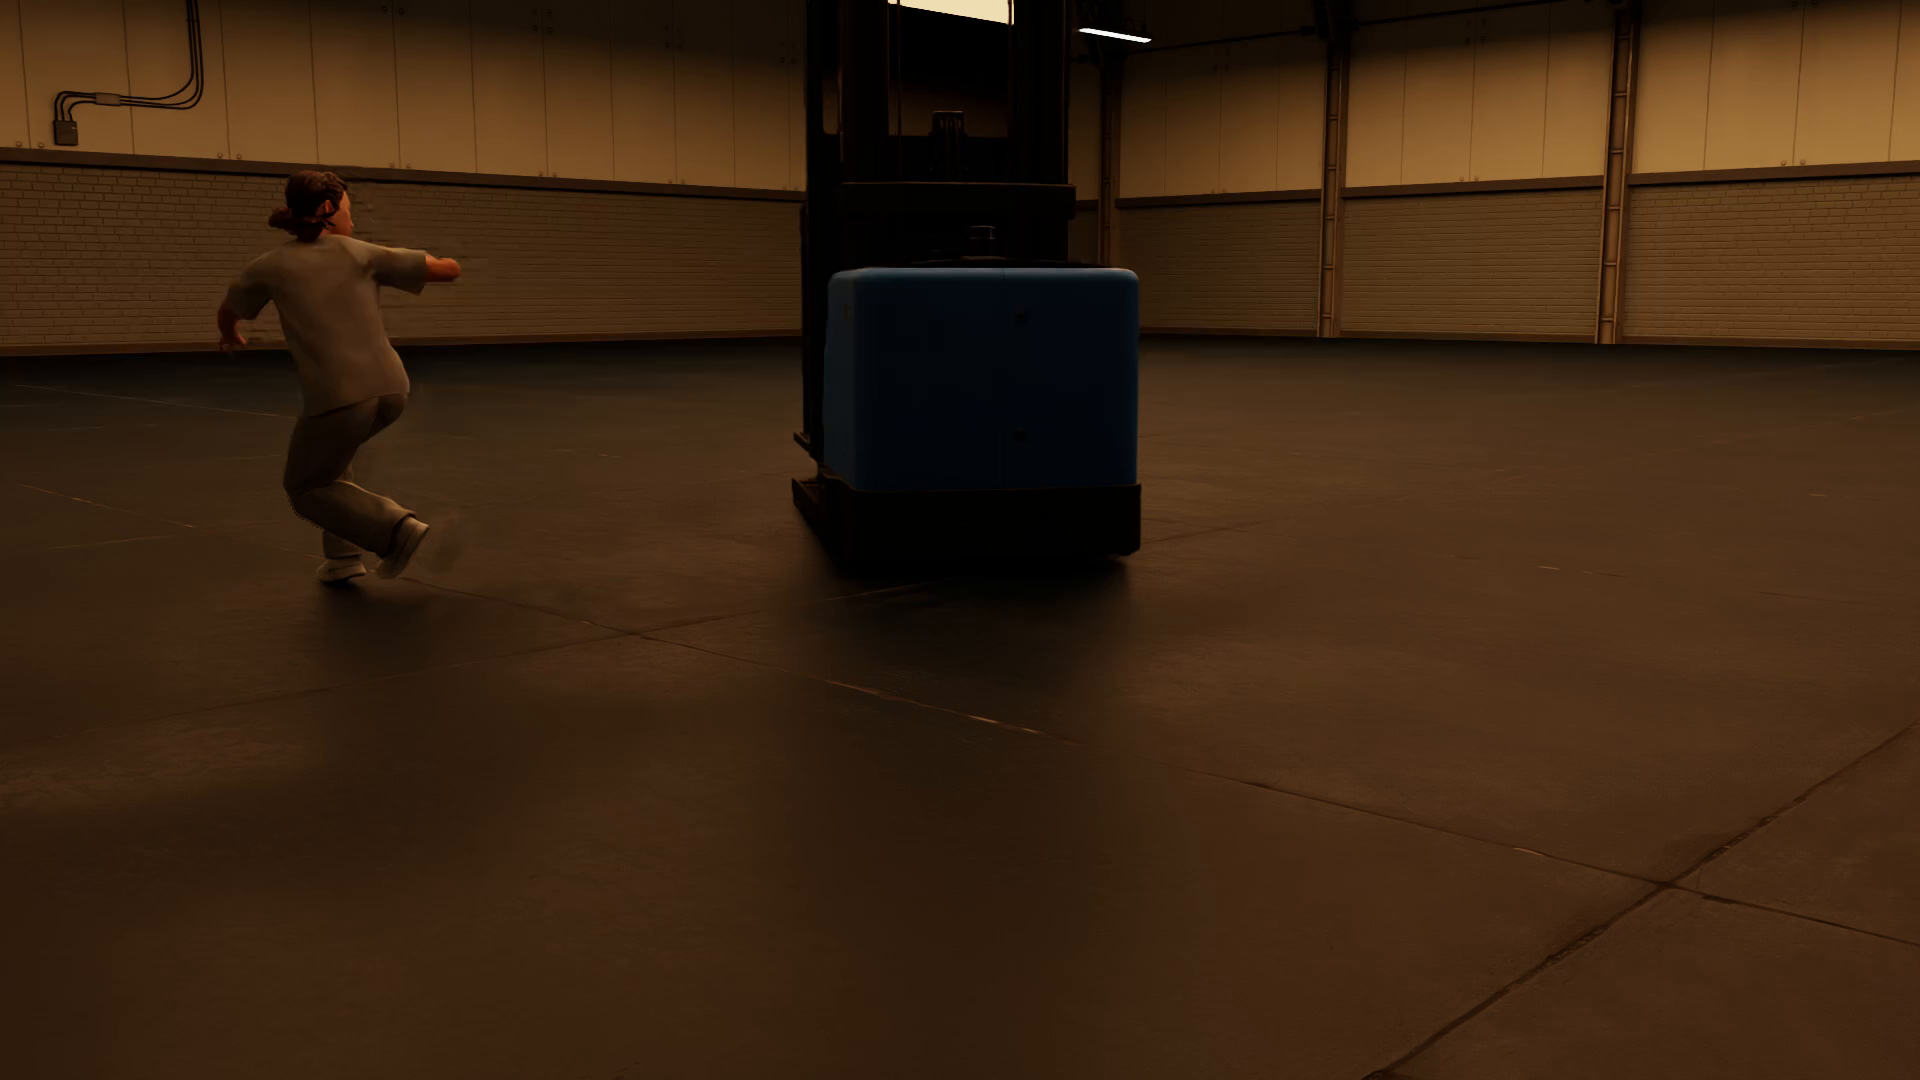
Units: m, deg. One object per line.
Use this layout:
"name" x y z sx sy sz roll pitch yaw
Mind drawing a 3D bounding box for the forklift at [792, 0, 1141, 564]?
"forklift" -0.142 -1.540 7.103 1.130 2.935 3.031 -2 9 -11

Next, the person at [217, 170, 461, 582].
"person" -2.101 -0.542 5.686 0.698 1.402 1.011 -8 12 -43
